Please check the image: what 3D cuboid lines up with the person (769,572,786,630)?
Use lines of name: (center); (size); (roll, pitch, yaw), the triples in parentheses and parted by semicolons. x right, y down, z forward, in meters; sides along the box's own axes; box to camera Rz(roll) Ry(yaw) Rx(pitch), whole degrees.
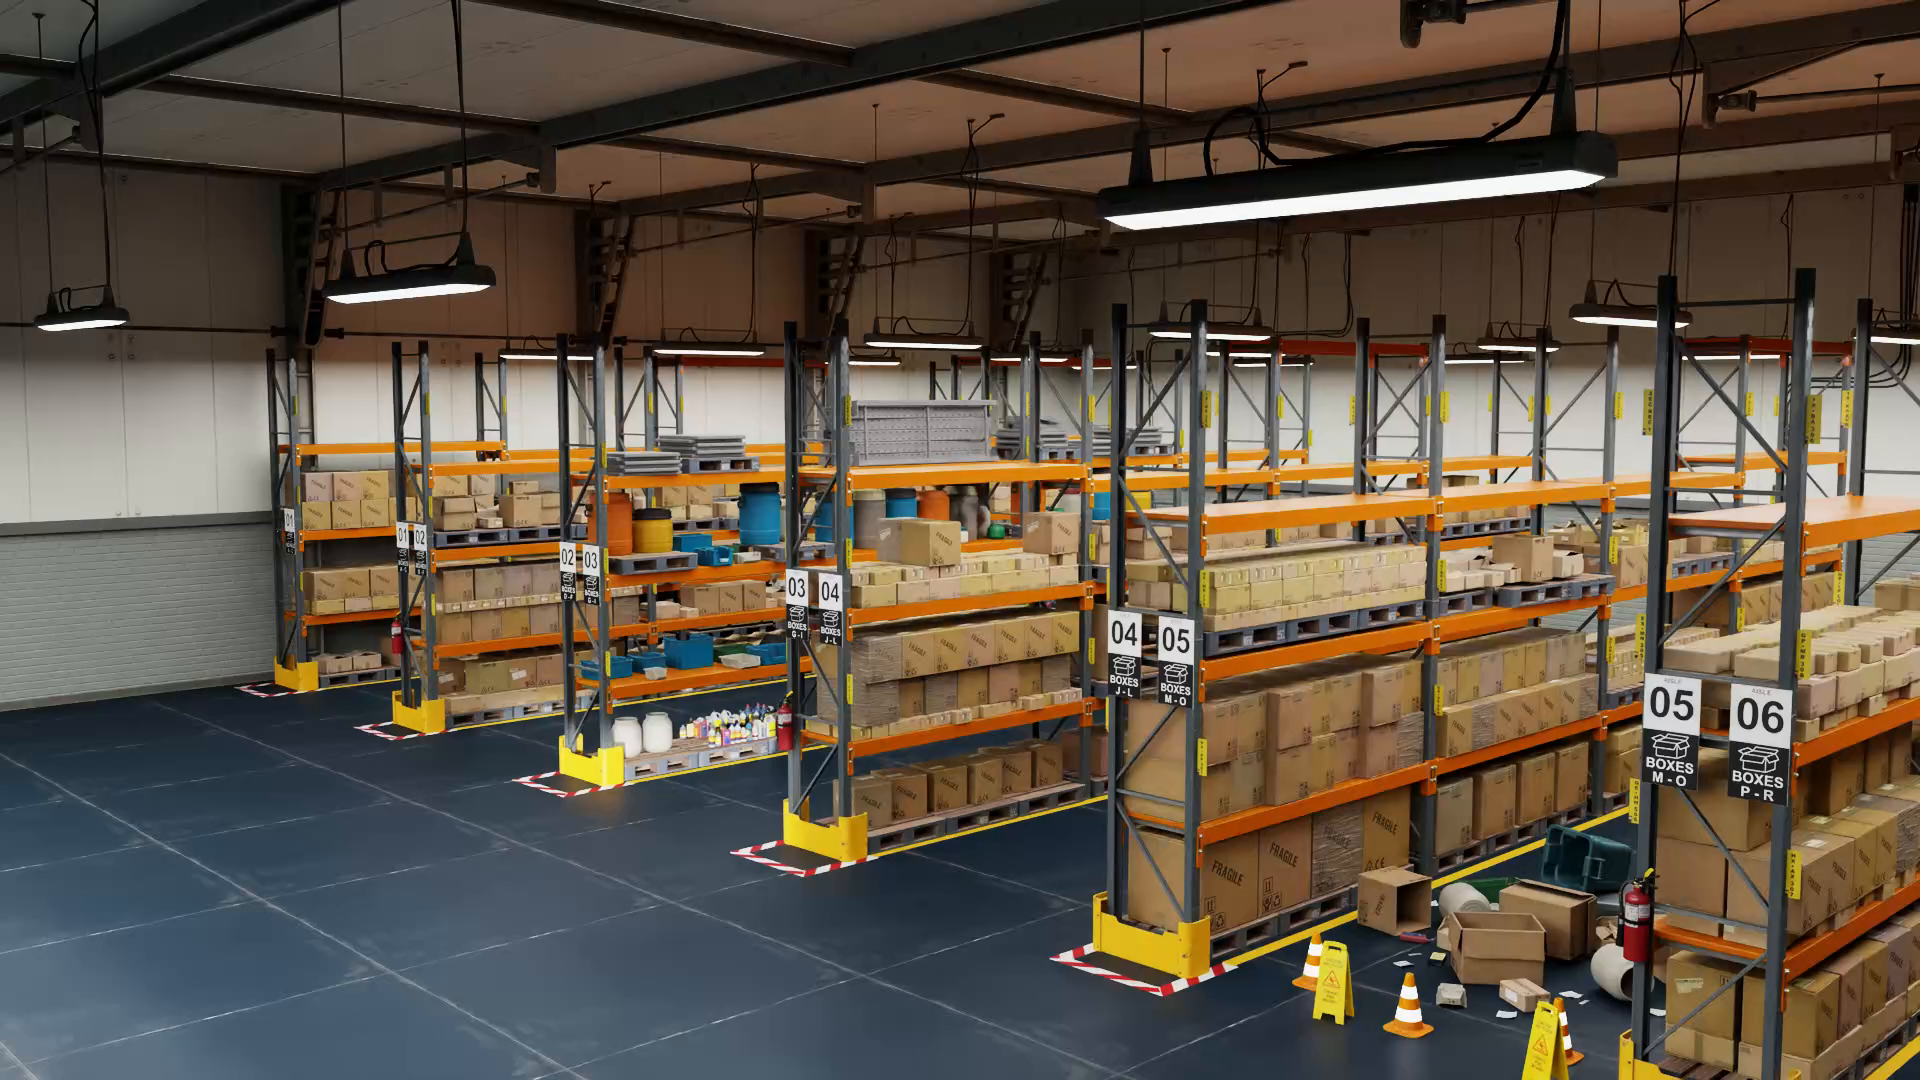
person: (-3.628, 1.394, 34.632); (0.642, 1.622, 0.968); (3, 6, 34)
